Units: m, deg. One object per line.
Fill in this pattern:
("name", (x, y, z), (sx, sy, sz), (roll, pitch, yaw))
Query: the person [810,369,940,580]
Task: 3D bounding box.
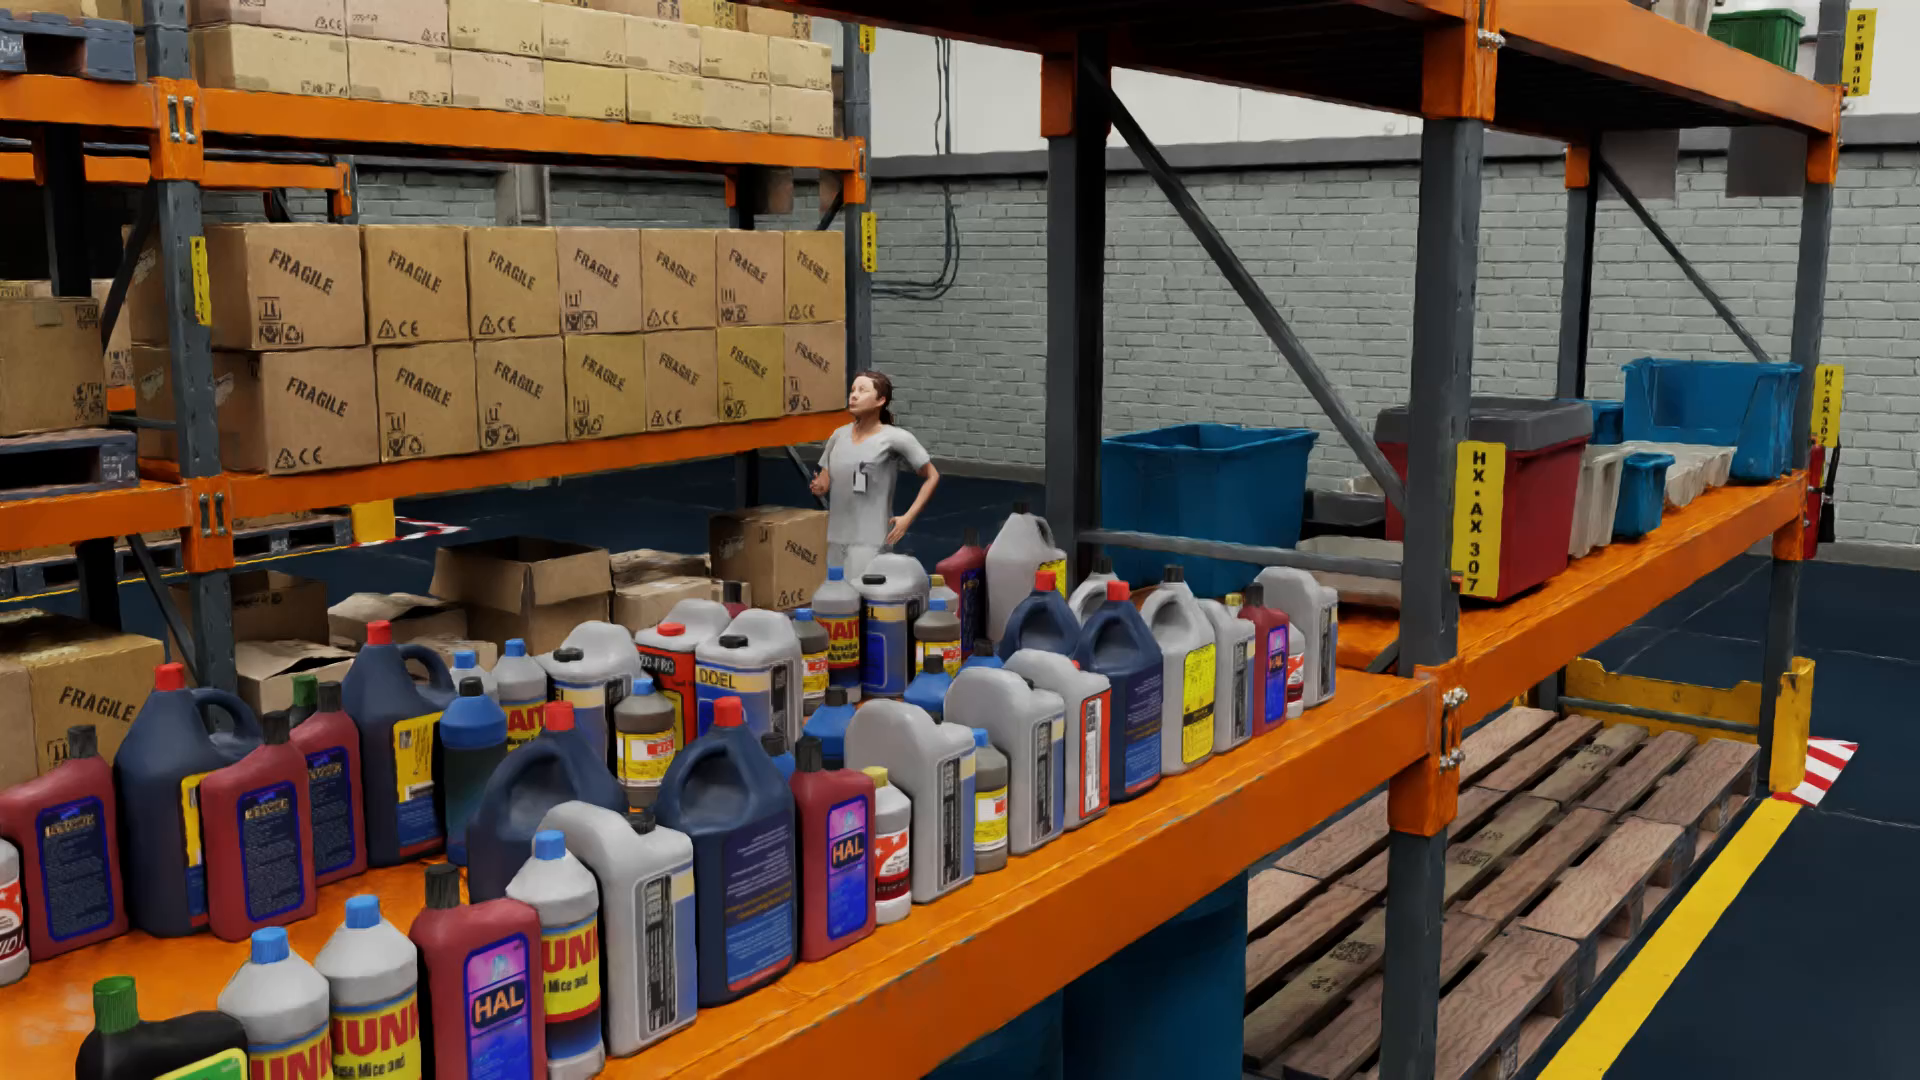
("person", (-0.532, 0.167, 7.724), (0.531, 1.401, 0.788), (9, 13, 41))
